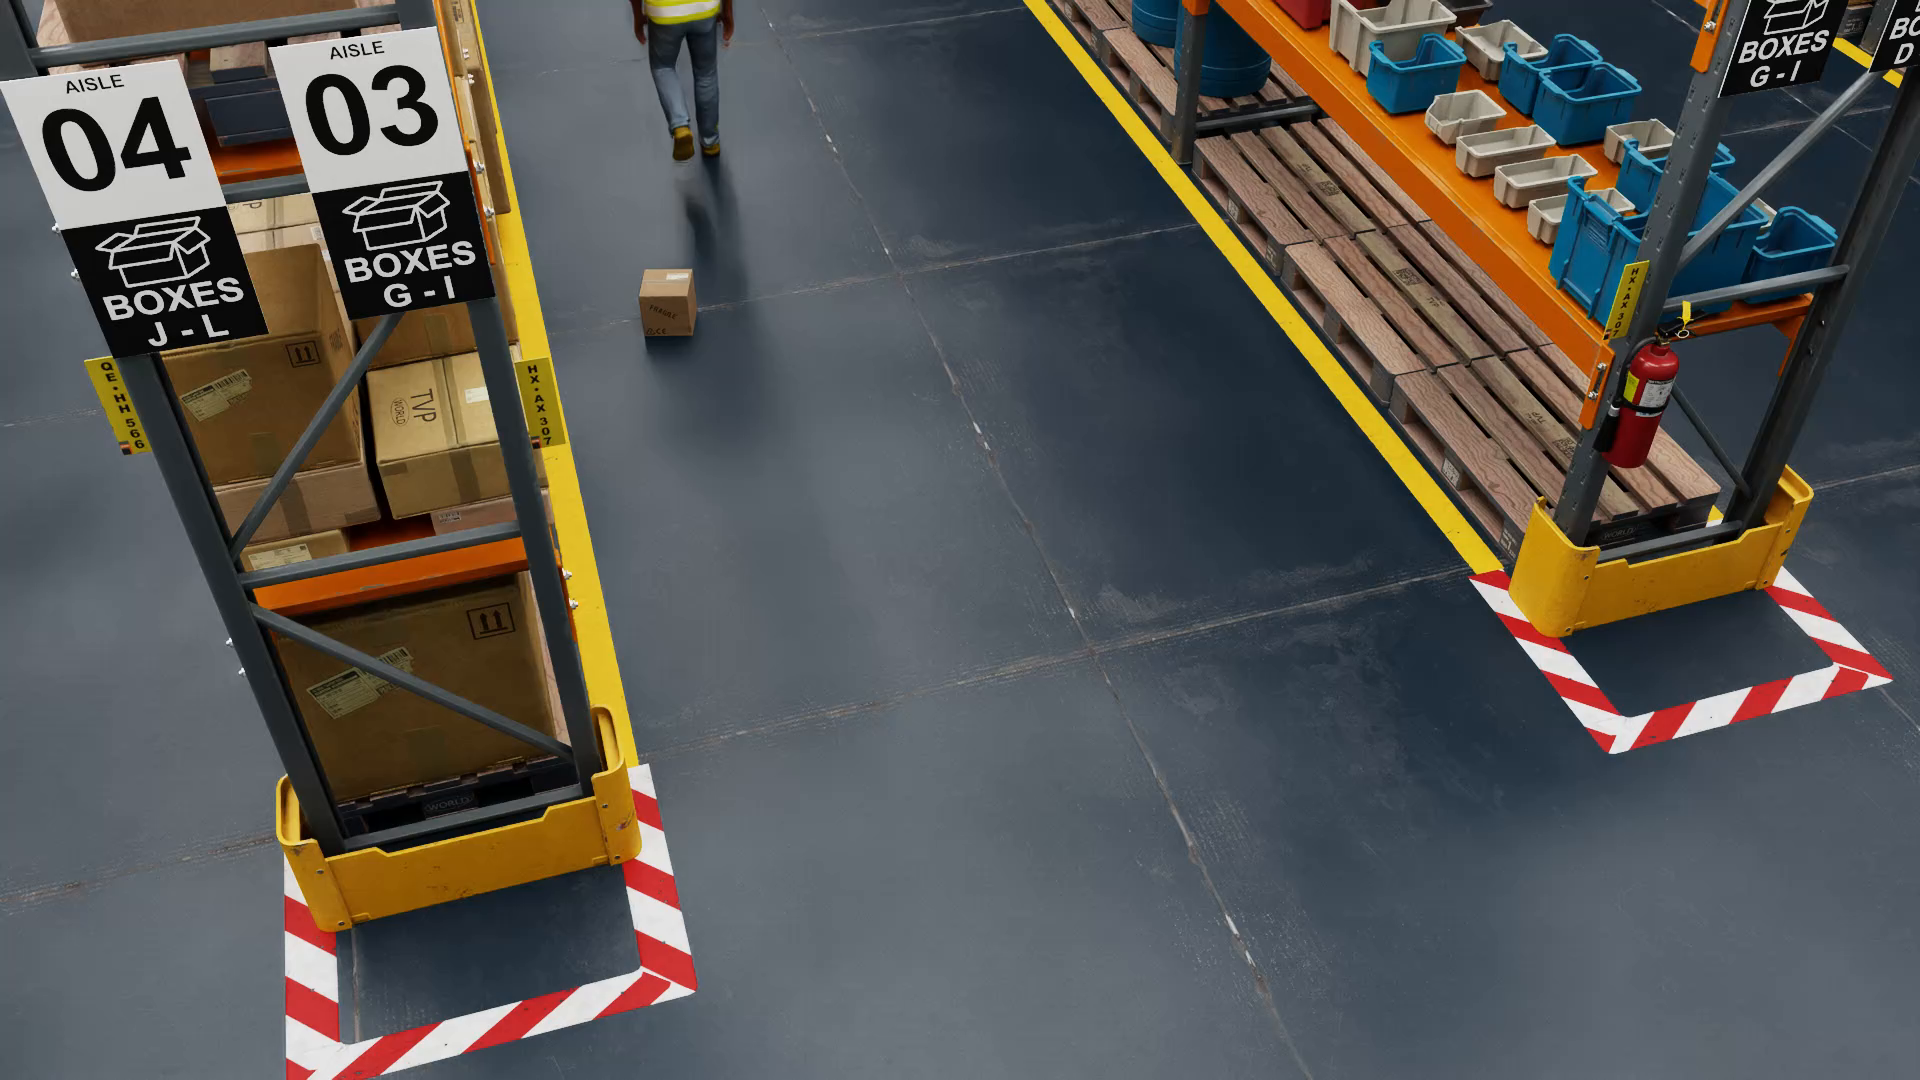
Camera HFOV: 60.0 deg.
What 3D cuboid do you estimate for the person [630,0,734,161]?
[{"bbox_3d":[-1.559,-2.960,9.396,0.581,1.760,0.582,-9,43,-10],"label":"person"}]
